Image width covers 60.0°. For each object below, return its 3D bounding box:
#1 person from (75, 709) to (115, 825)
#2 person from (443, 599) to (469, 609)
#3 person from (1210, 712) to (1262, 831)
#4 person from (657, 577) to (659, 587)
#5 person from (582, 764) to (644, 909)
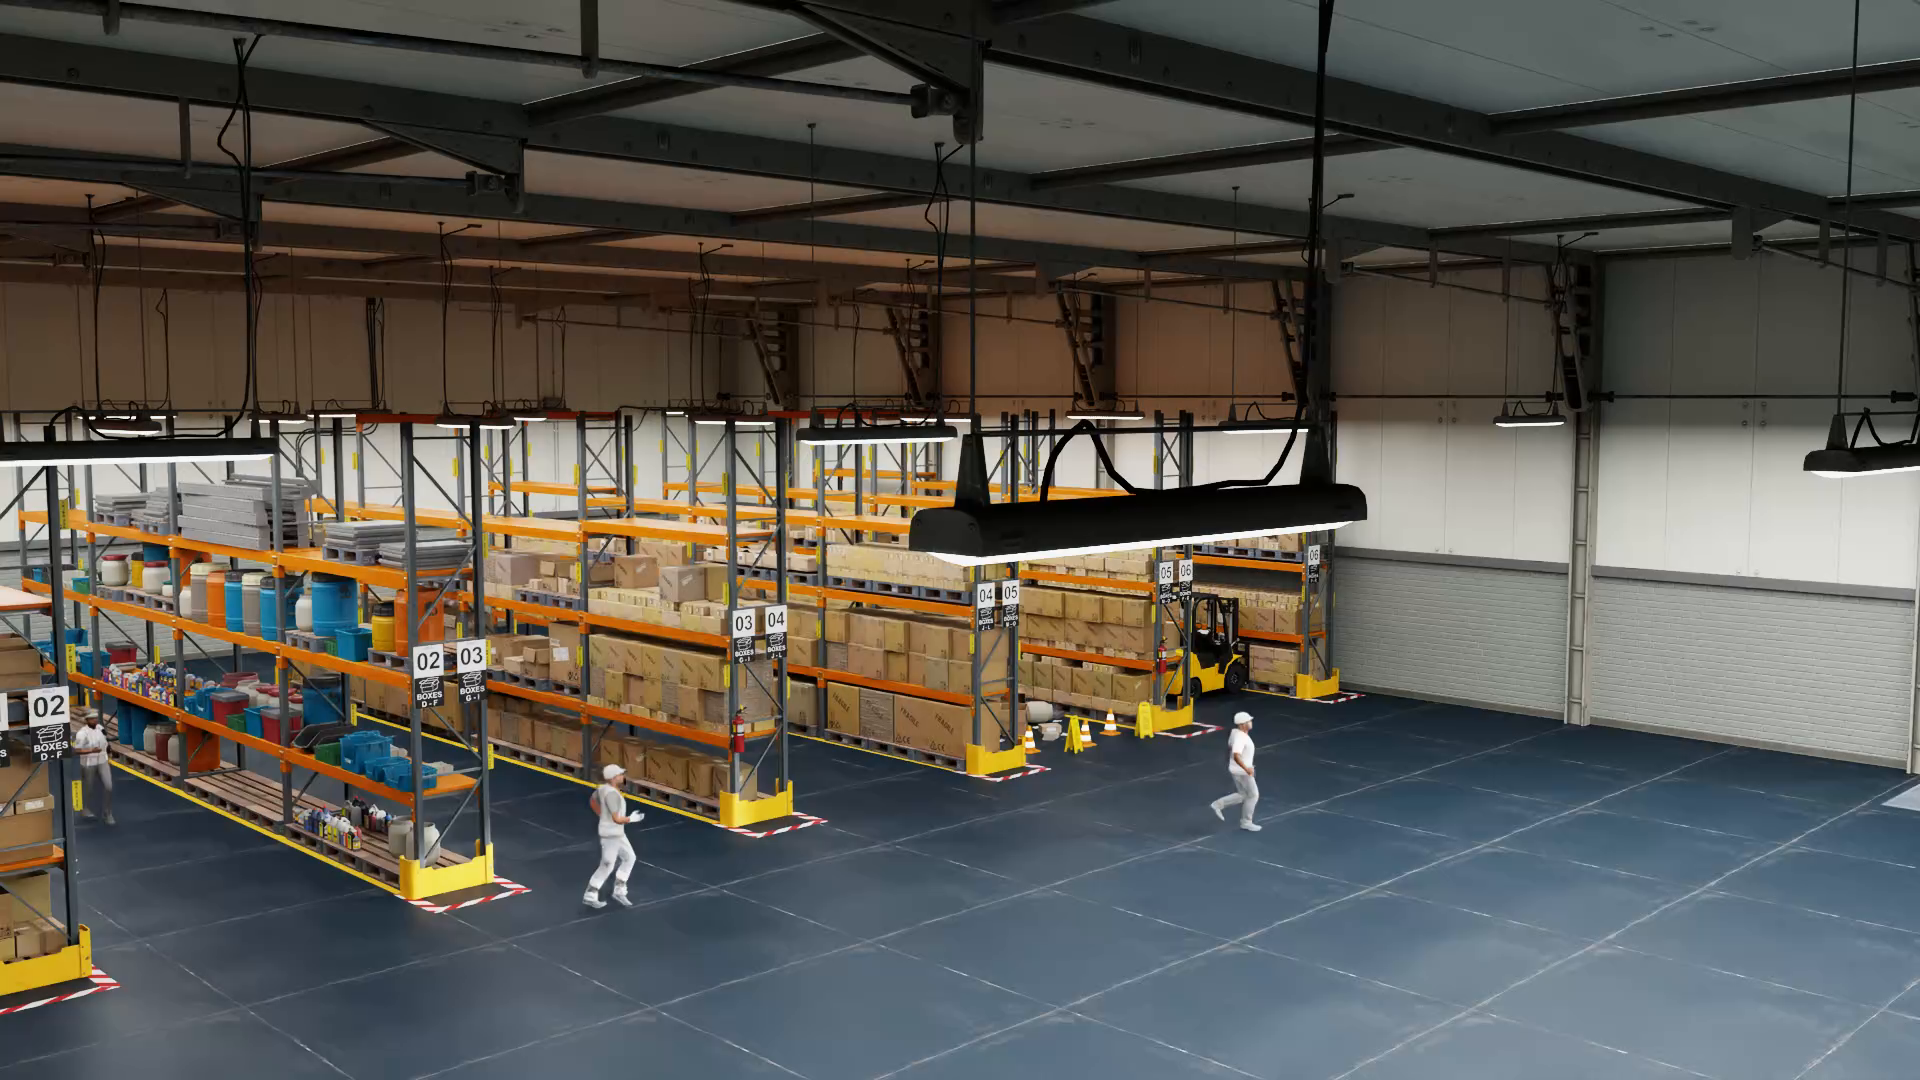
[{"bbox_3d":[-12.844,3.355,24.646,0.774,1.759,0.559,4,6,38],"label":"person"},{"bbox_3d":[-12.032,2.031,39.196,0.759,1.732,1.037,2,5,20],"label":"person"},{"bbox_3d":[4.037,3.368,24.266,0.739,1.737,0.719,0,5,-2],"label":"person"},{"bbox_3d":[-8.061,1.724,44.040,0.783,1.594,0.644,-5,7,-44],"label":"person"},{"bbox_3d":[-4.277,3.668,20.488,0.768,1.844,0.677,-1,5,-13],"label":"person"}]
